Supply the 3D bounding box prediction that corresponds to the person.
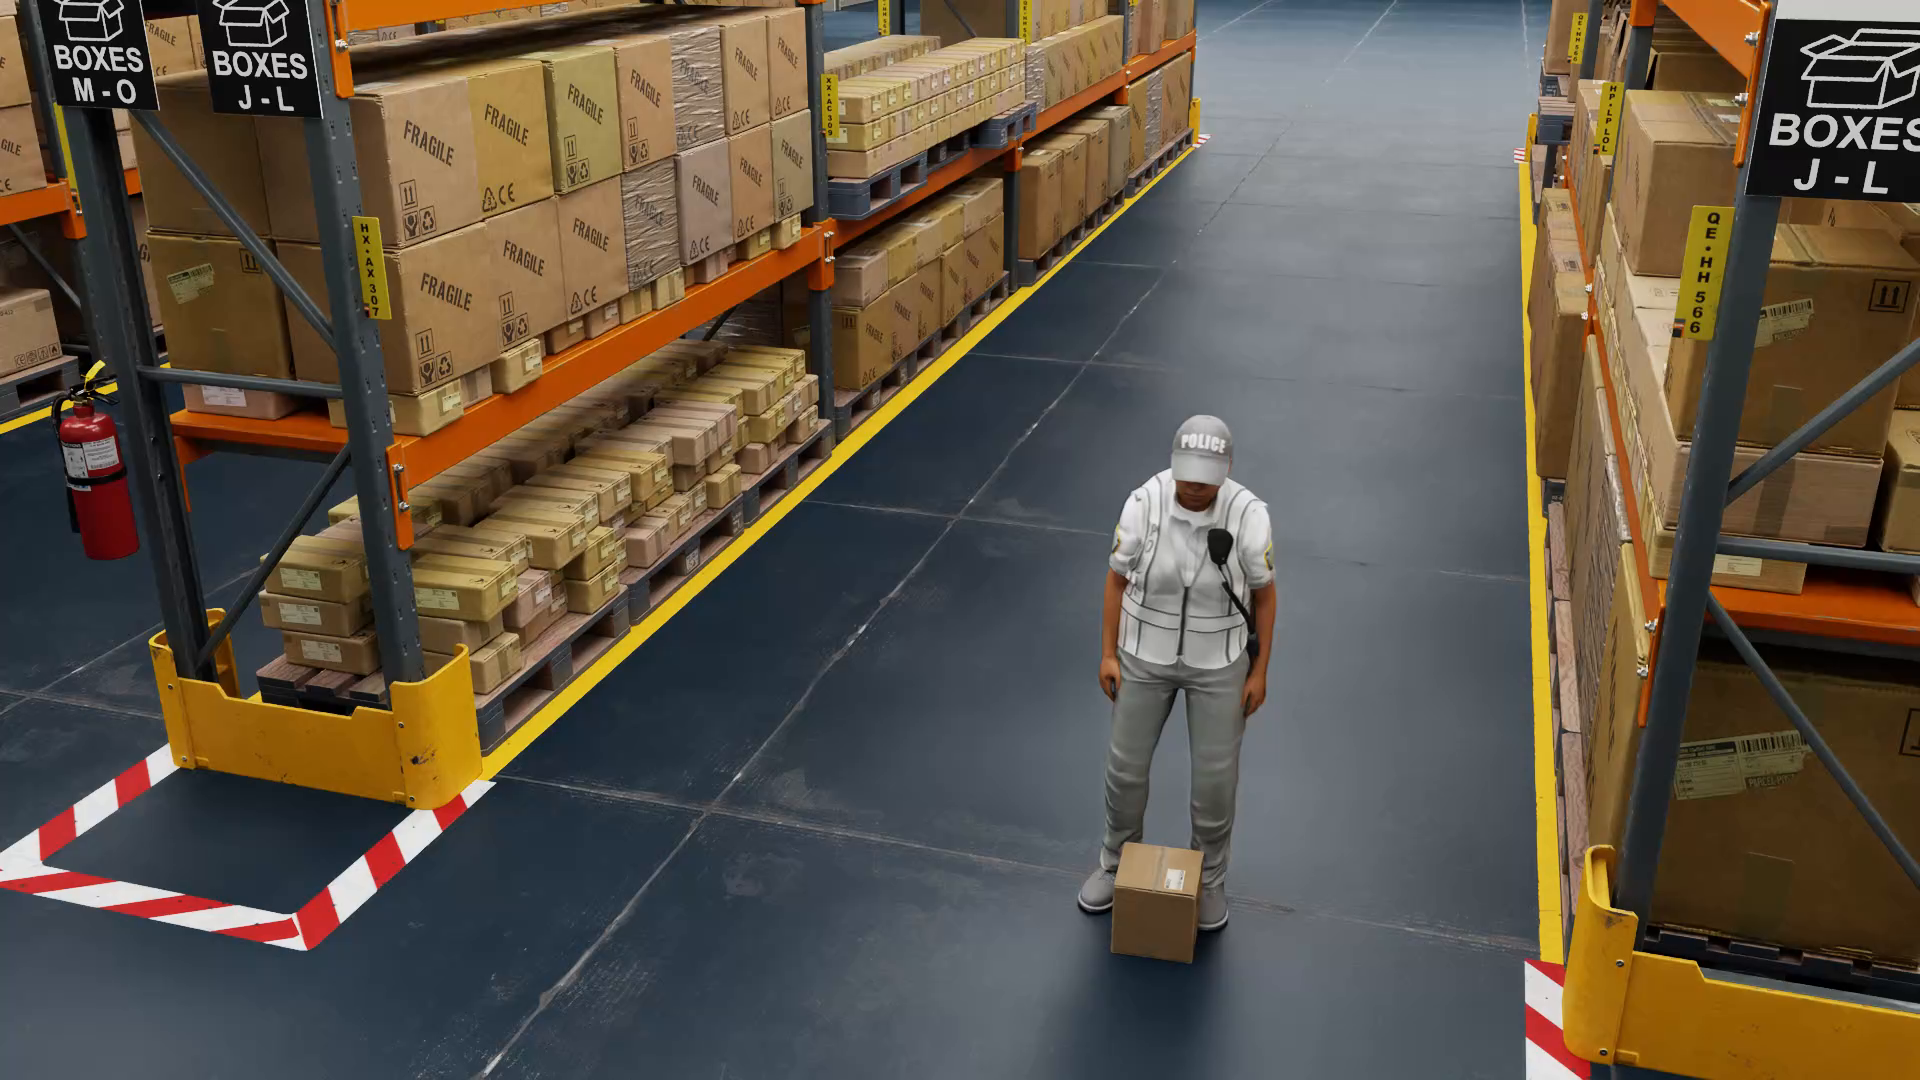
[{"bbox_3d":[0.670,0.393,5.113,0.544,1.664,0.468,5,23,13],"label":"person"}]
